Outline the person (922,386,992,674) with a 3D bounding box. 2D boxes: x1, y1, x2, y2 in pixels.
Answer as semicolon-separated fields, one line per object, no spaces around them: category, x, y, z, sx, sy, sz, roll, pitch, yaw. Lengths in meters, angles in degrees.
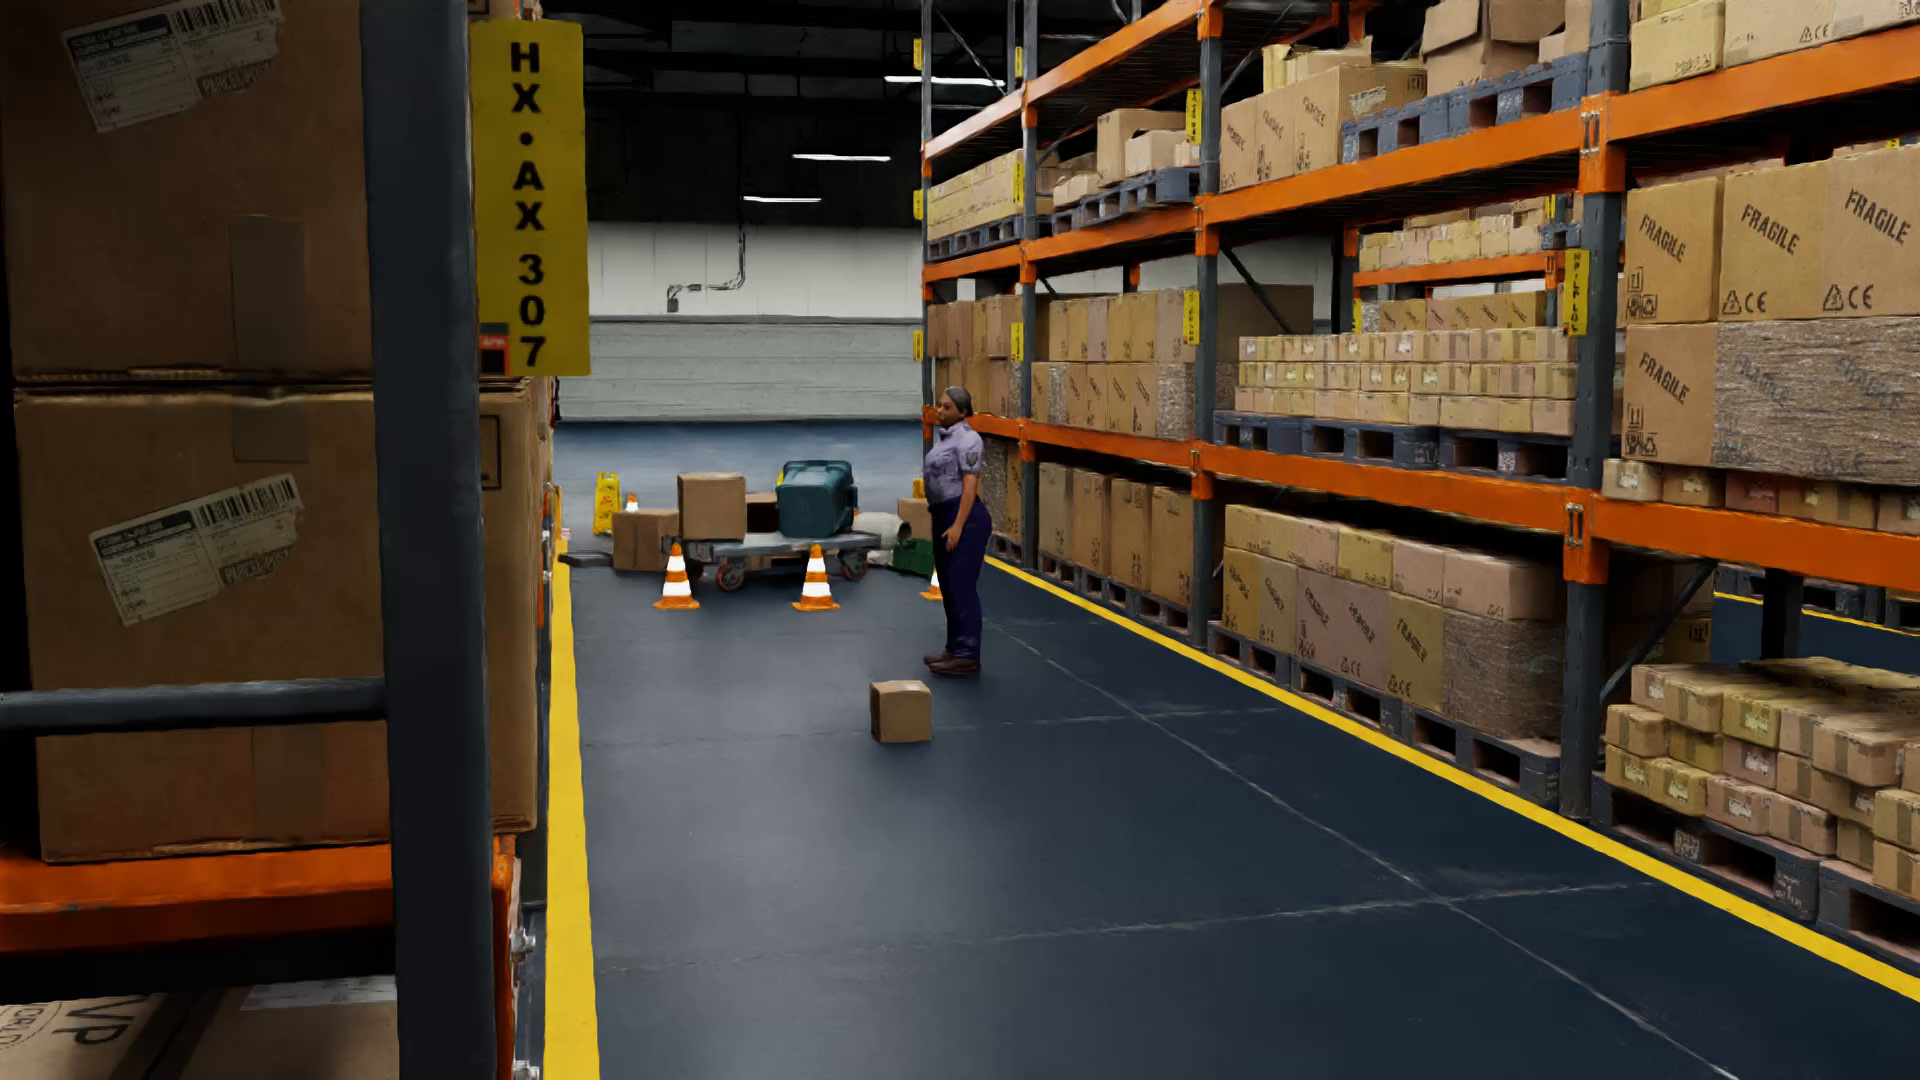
person;-0.030;-0.057;9.660;0.379;1.640;0.520;-2;7;-18
